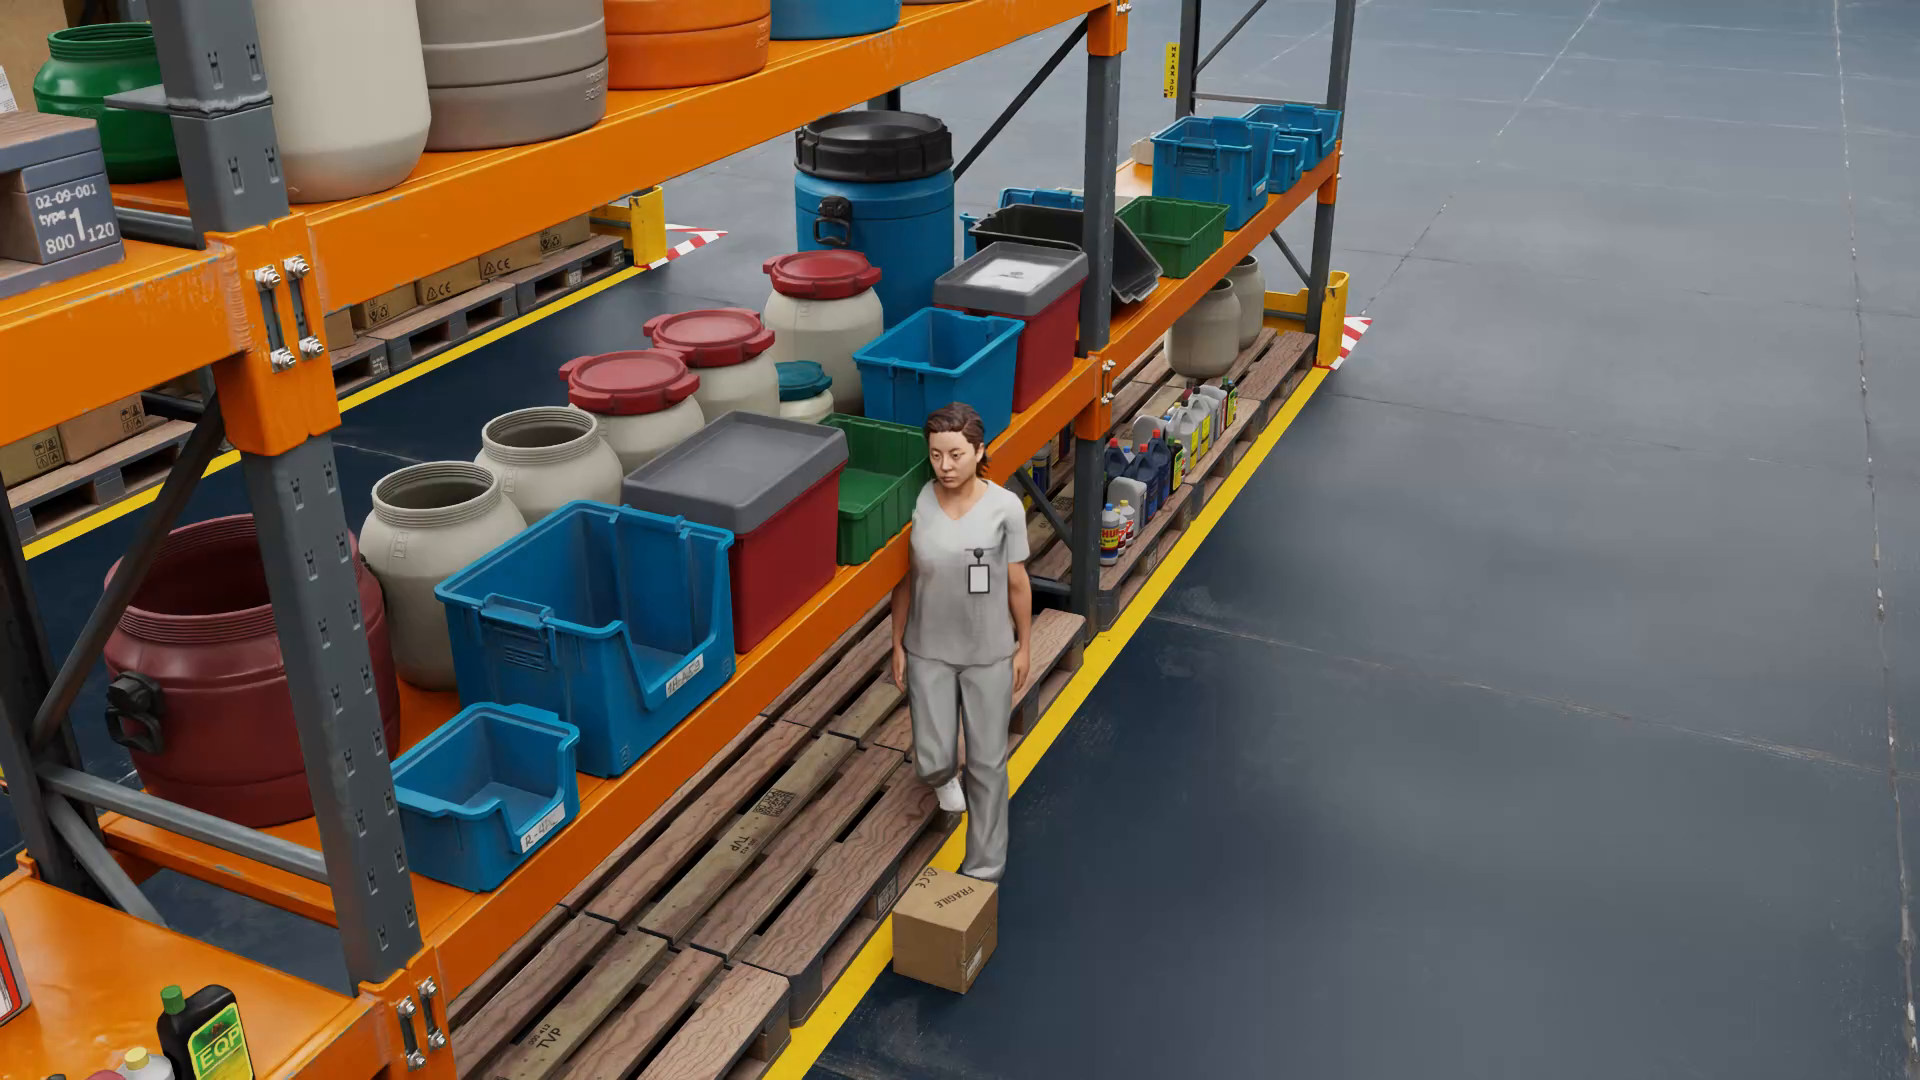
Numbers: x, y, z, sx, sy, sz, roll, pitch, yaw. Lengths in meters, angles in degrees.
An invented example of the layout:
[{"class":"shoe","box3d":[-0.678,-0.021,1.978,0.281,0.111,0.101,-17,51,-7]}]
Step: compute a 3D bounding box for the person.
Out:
[{"class":"person","box3d":[-0.008,0.381,5.342,0.455,1.656,0.667,4,26,8]}]
